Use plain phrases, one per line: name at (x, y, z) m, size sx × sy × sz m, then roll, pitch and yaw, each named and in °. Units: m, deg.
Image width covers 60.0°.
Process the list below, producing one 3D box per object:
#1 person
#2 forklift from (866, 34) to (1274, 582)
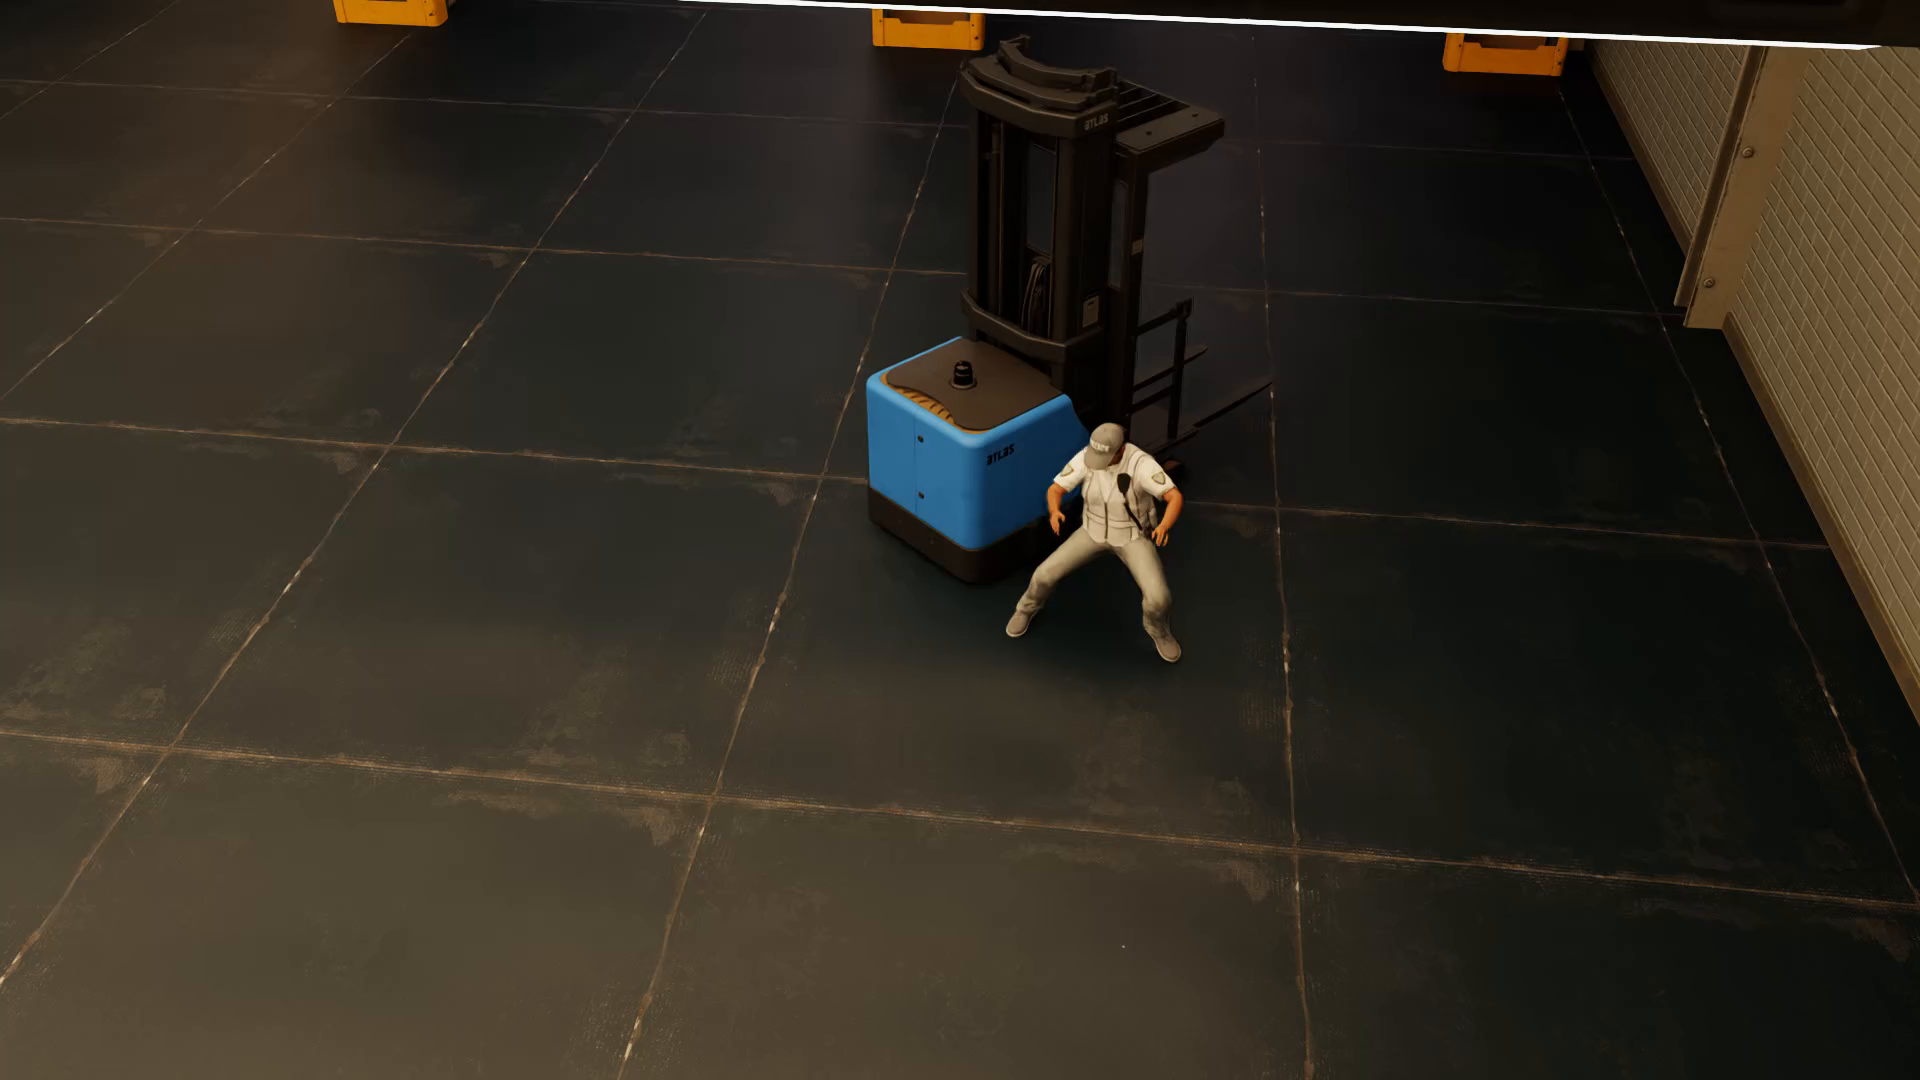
person at (0.803, -0.001, 9.299) m, size 1.016 × 1.425 × 0.727 m, roll 19°, pitch 40°, yaw 24°
forklift at (0.850, -1.670, 10.296) m, size 3.031 × 2.935 × 1.130 m, roll -28°, pitch 45°, yaw -33°
